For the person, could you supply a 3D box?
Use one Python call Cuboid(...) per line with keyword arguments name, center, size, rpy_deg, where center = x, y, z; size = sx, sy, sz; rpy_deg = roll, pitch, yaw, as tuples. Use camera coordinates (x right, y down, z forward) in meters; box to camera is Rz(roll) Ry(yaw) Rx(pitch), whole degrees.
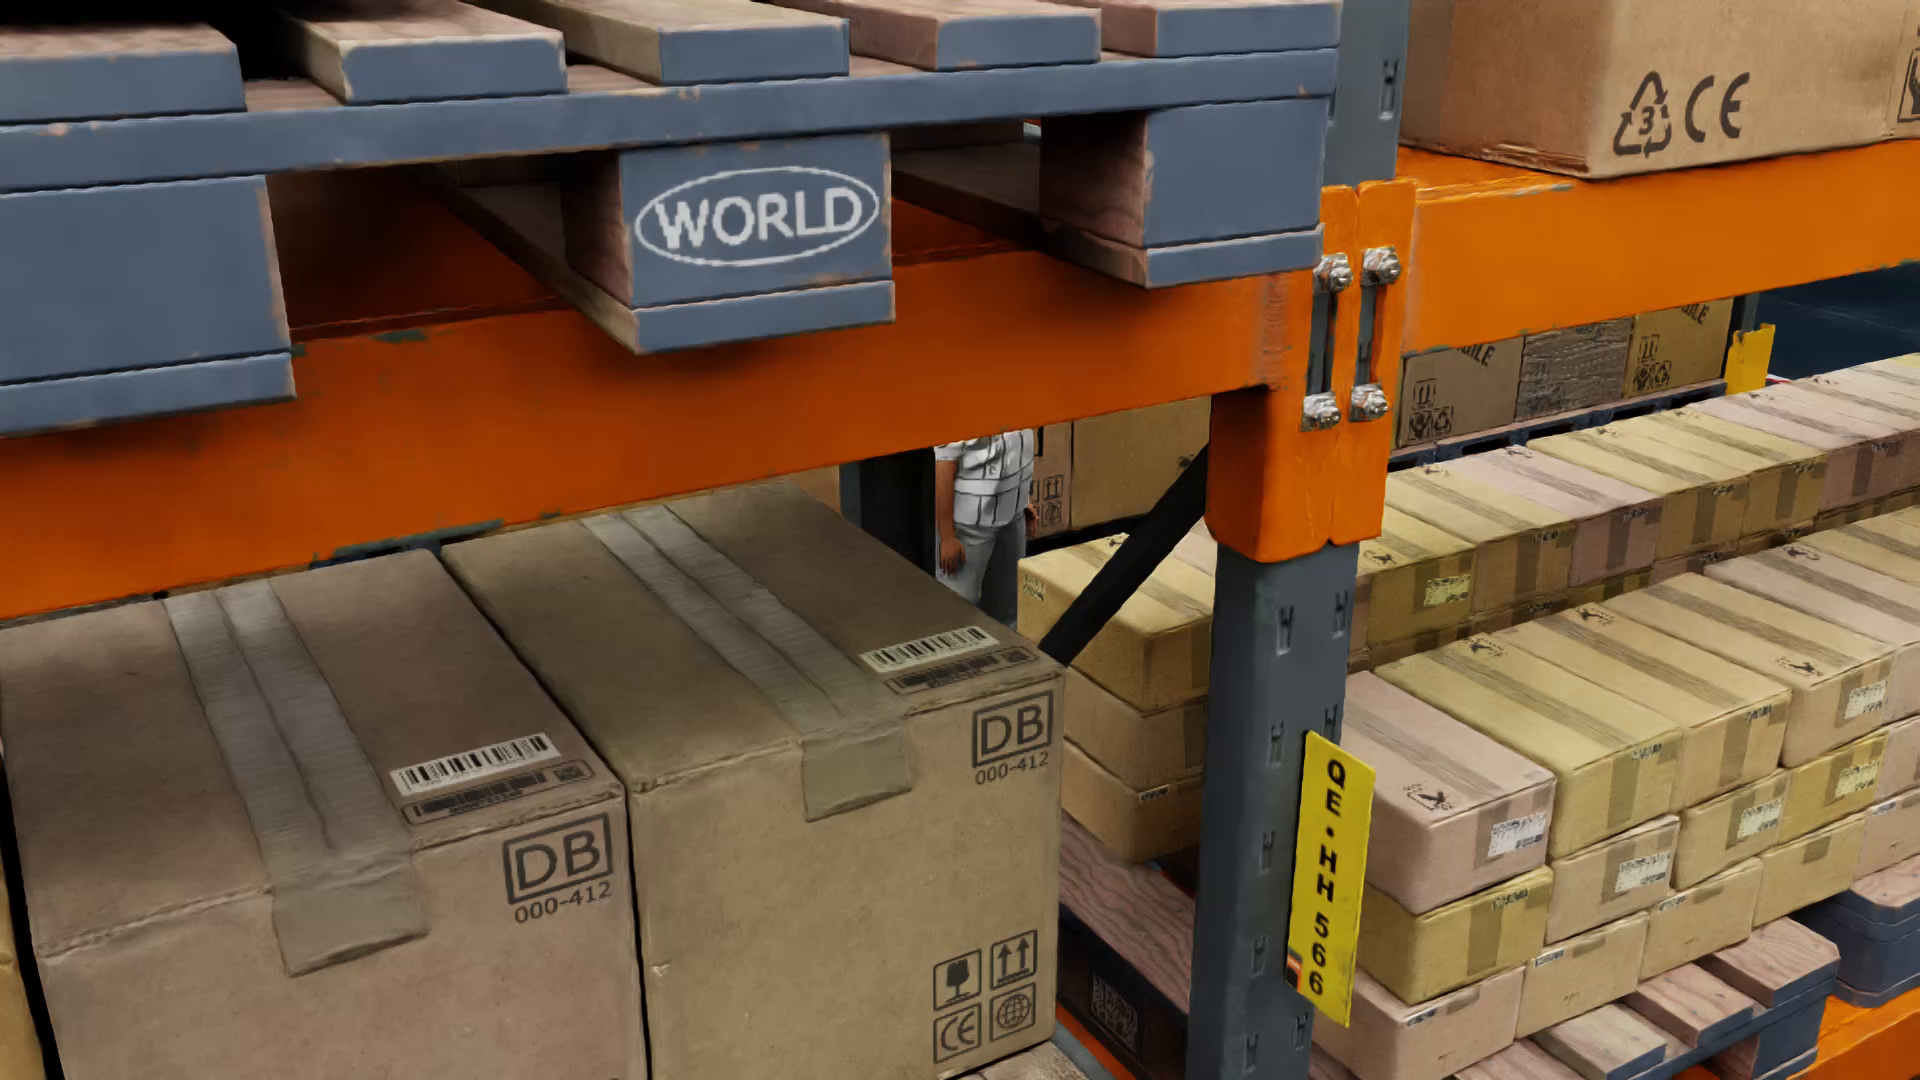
Cuboid(name="person", center=(0.079, -0.072, 6.201), size=(0.462, 1.673, 0.546), rpy_deg=(13, 25, 28))
